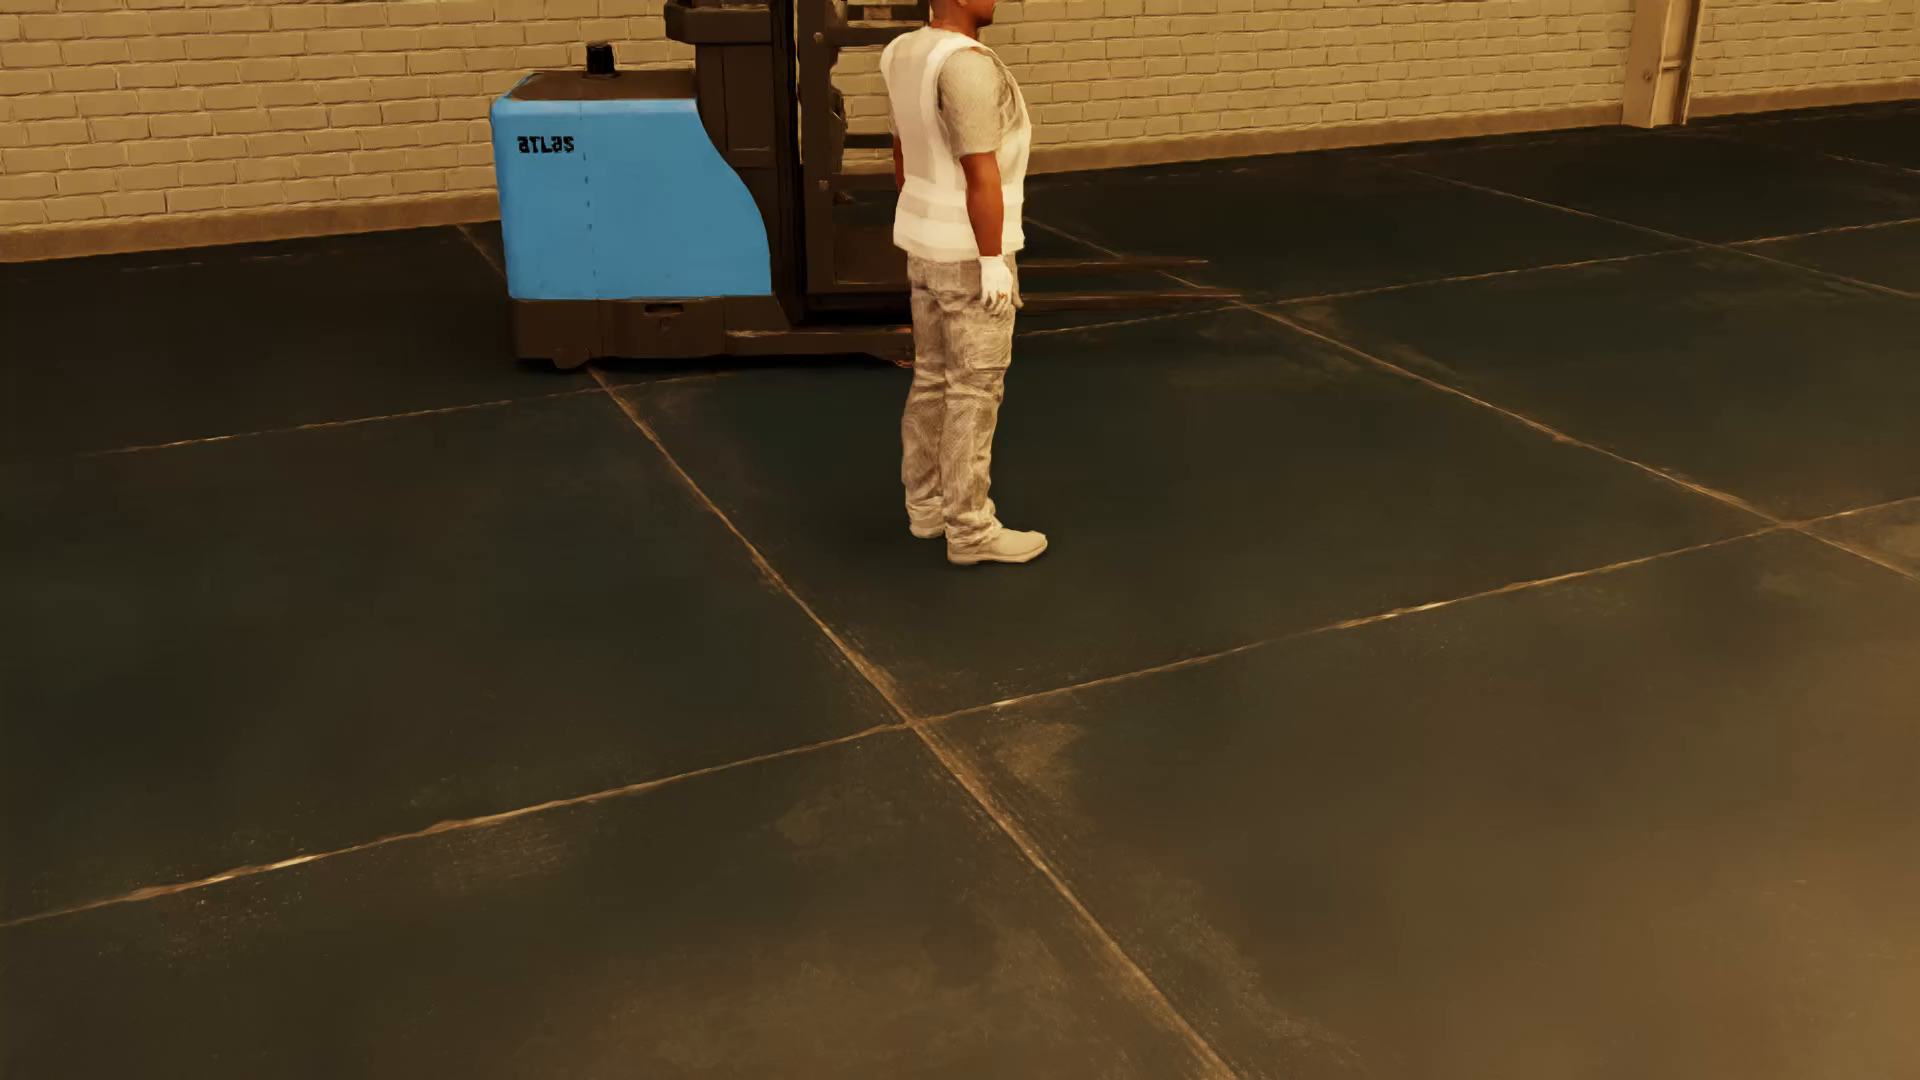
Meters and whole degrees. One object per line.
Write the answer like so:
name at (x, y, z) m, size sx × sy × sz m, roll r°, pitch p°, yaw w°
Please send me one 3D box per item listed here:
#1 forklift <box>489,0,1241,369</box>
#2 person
forklift at (-0.349, -2.260, 6.727) m, size 3.031 × 2.935 × 1.130 m, roll -2°, pitch 23°, yaw -5°
person at (0.012, -0.828, 4.770) m, size 0.365 × 1.790 × 0.546 m, roll -10°, pitch 25°, yaw -23°
